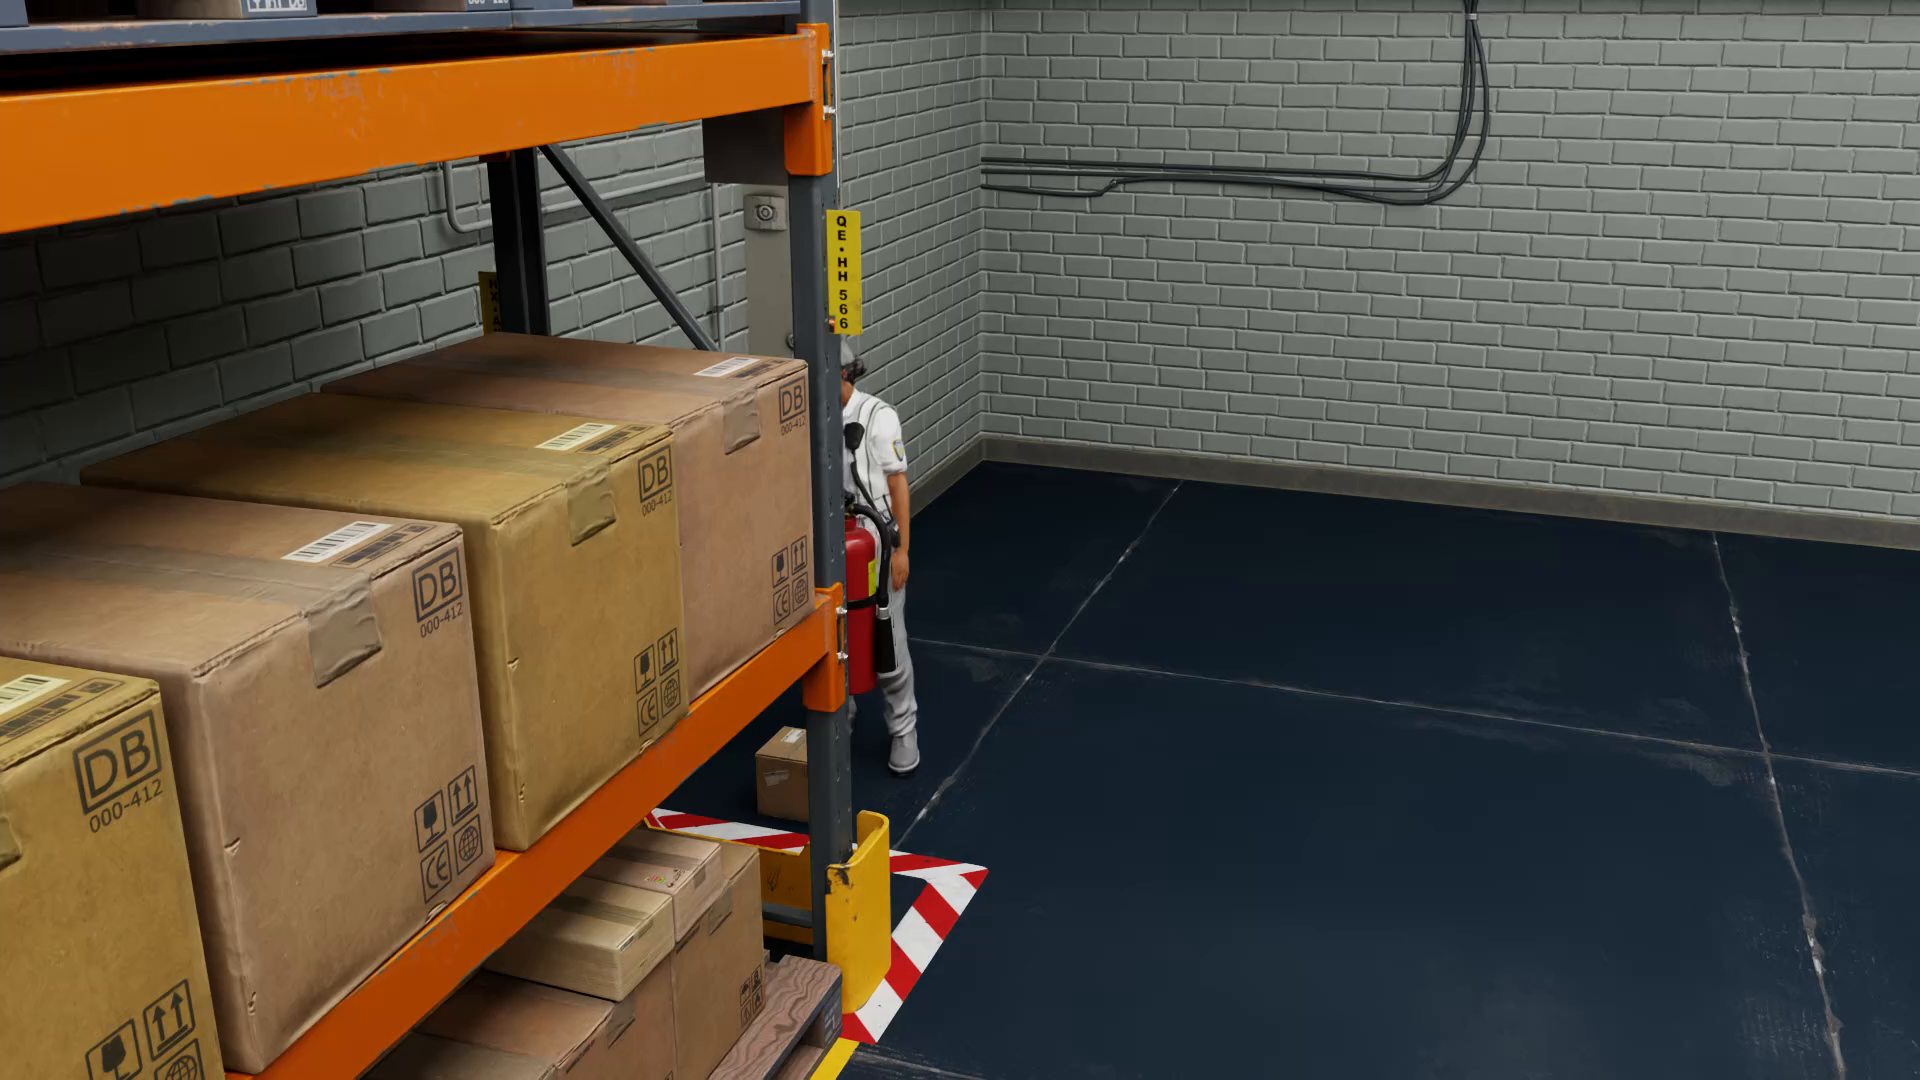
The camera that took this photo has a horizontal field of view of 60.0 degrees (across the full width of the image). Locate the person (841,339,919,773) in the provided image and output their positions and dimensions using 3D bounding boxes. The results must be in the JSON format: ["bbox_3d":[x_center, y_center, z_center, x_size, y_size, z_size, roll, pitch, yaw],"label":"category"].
[{"bbox_3d":[-0.421,0.052,6.376,0.572,1.679,0.389,7,20,18],"label":"person"}]
